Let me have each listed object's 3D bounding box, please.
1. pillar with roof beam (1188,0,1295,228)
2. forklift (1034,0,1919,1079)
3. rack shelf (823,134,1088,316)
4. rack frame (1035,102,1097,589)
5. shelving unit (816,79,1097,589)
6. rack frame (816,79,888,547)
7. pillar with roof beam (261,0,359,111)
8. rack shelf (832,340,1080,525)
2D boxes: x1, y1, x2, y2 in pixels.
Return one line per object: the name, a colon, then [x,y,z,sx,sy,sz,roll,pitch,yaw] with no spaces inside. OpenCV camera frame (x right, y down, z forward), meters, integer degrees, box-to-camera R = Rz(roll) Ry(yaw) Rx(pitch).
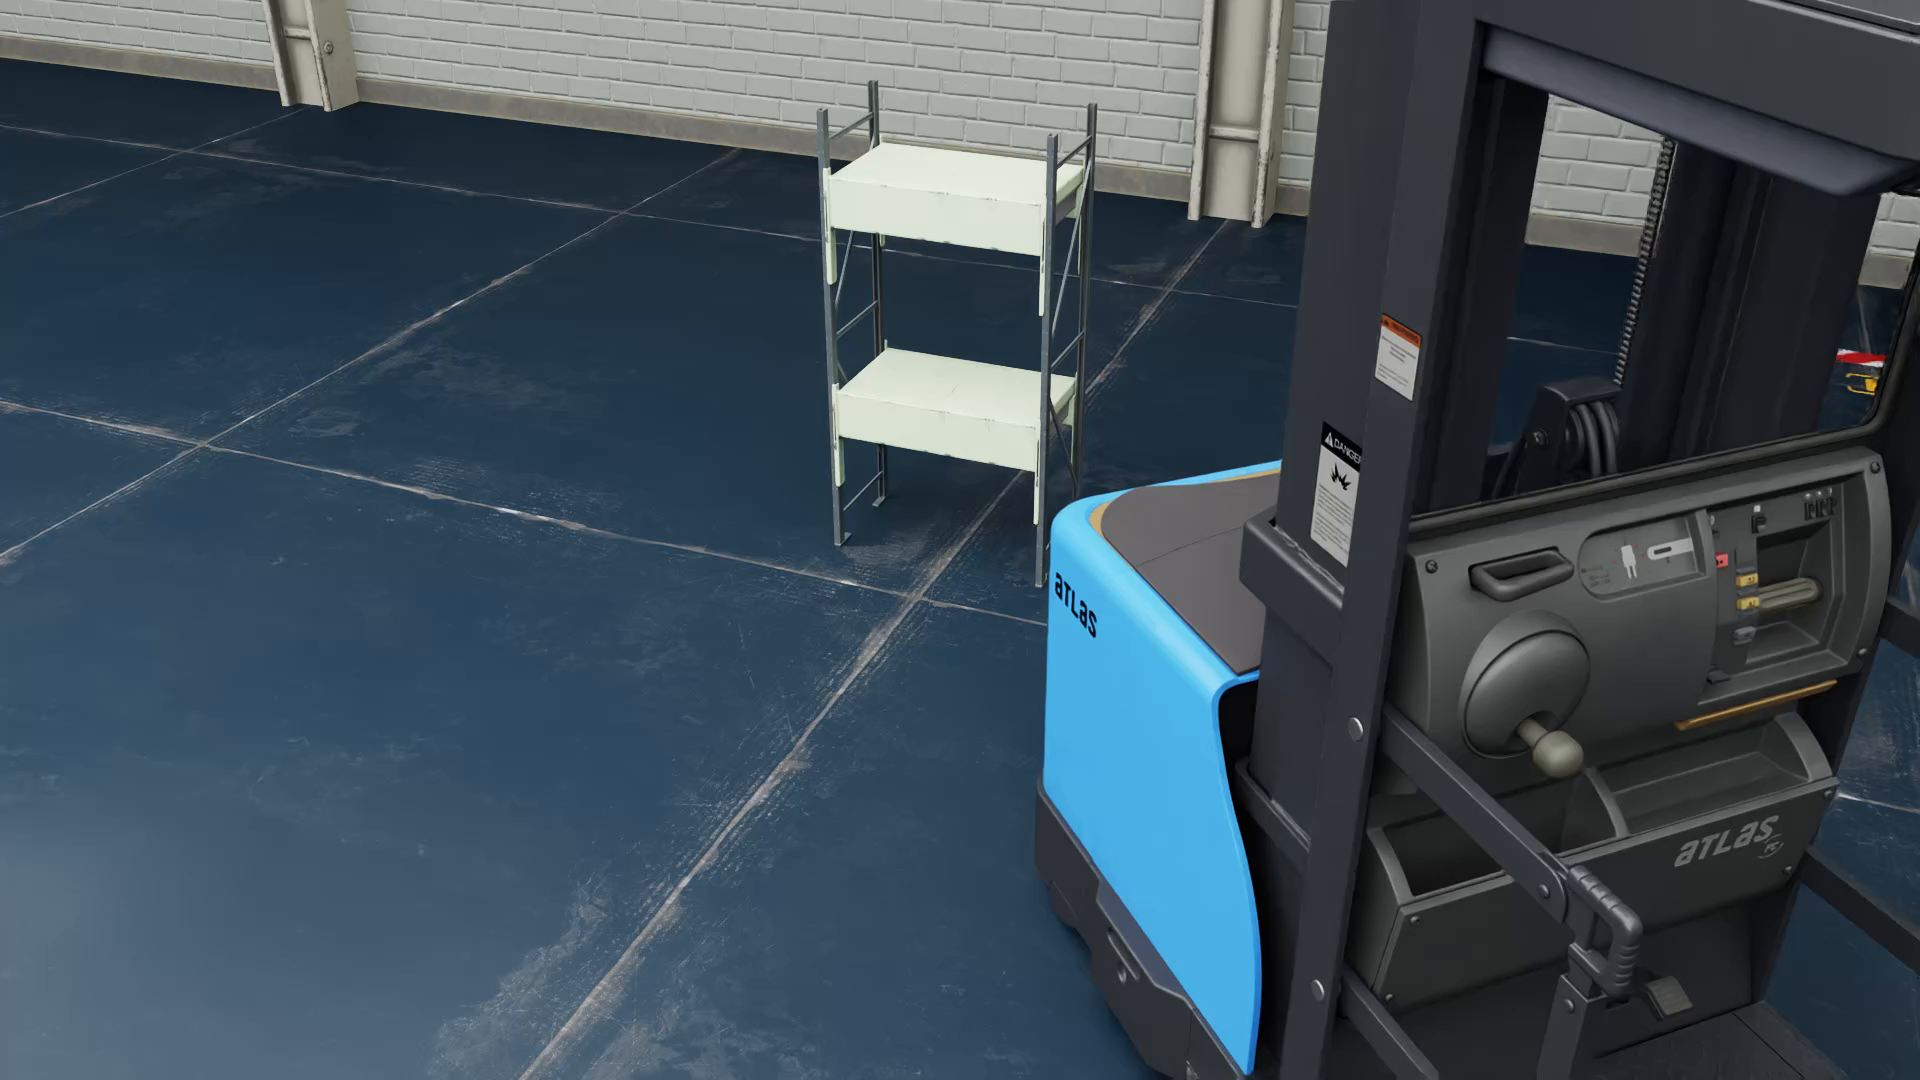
pillar with roof beam: [-0.183,-3.674,3.105,0.400,9.000,9.100,11,31,19]
forklift: [1.203,0.159,2.489,1.130,2.935,3.031,-11,31,-19]
rack shelf: [-0.006,-0.994,5.191,0.720,0.370,0.431,11,31,19]
rack frame: [0.333,-0.586,5.263,0.023,1.500,0.400,11,31,19]
shelving unit: [-0.006,-0.654,5.383,0.755,1.500,0.431,11,31,19]
rack frame: [-0.345,-0.722,5.503,0.023,1.500,0.400,11,31,19]
pillar with roof beam: [-5.742,-4.784,5.069,0.400,9.000,9.100,11,31,19]
rack shelf: [-0.006,-0.370,5.544,0.720,0.370,0.431,11,31,19]
